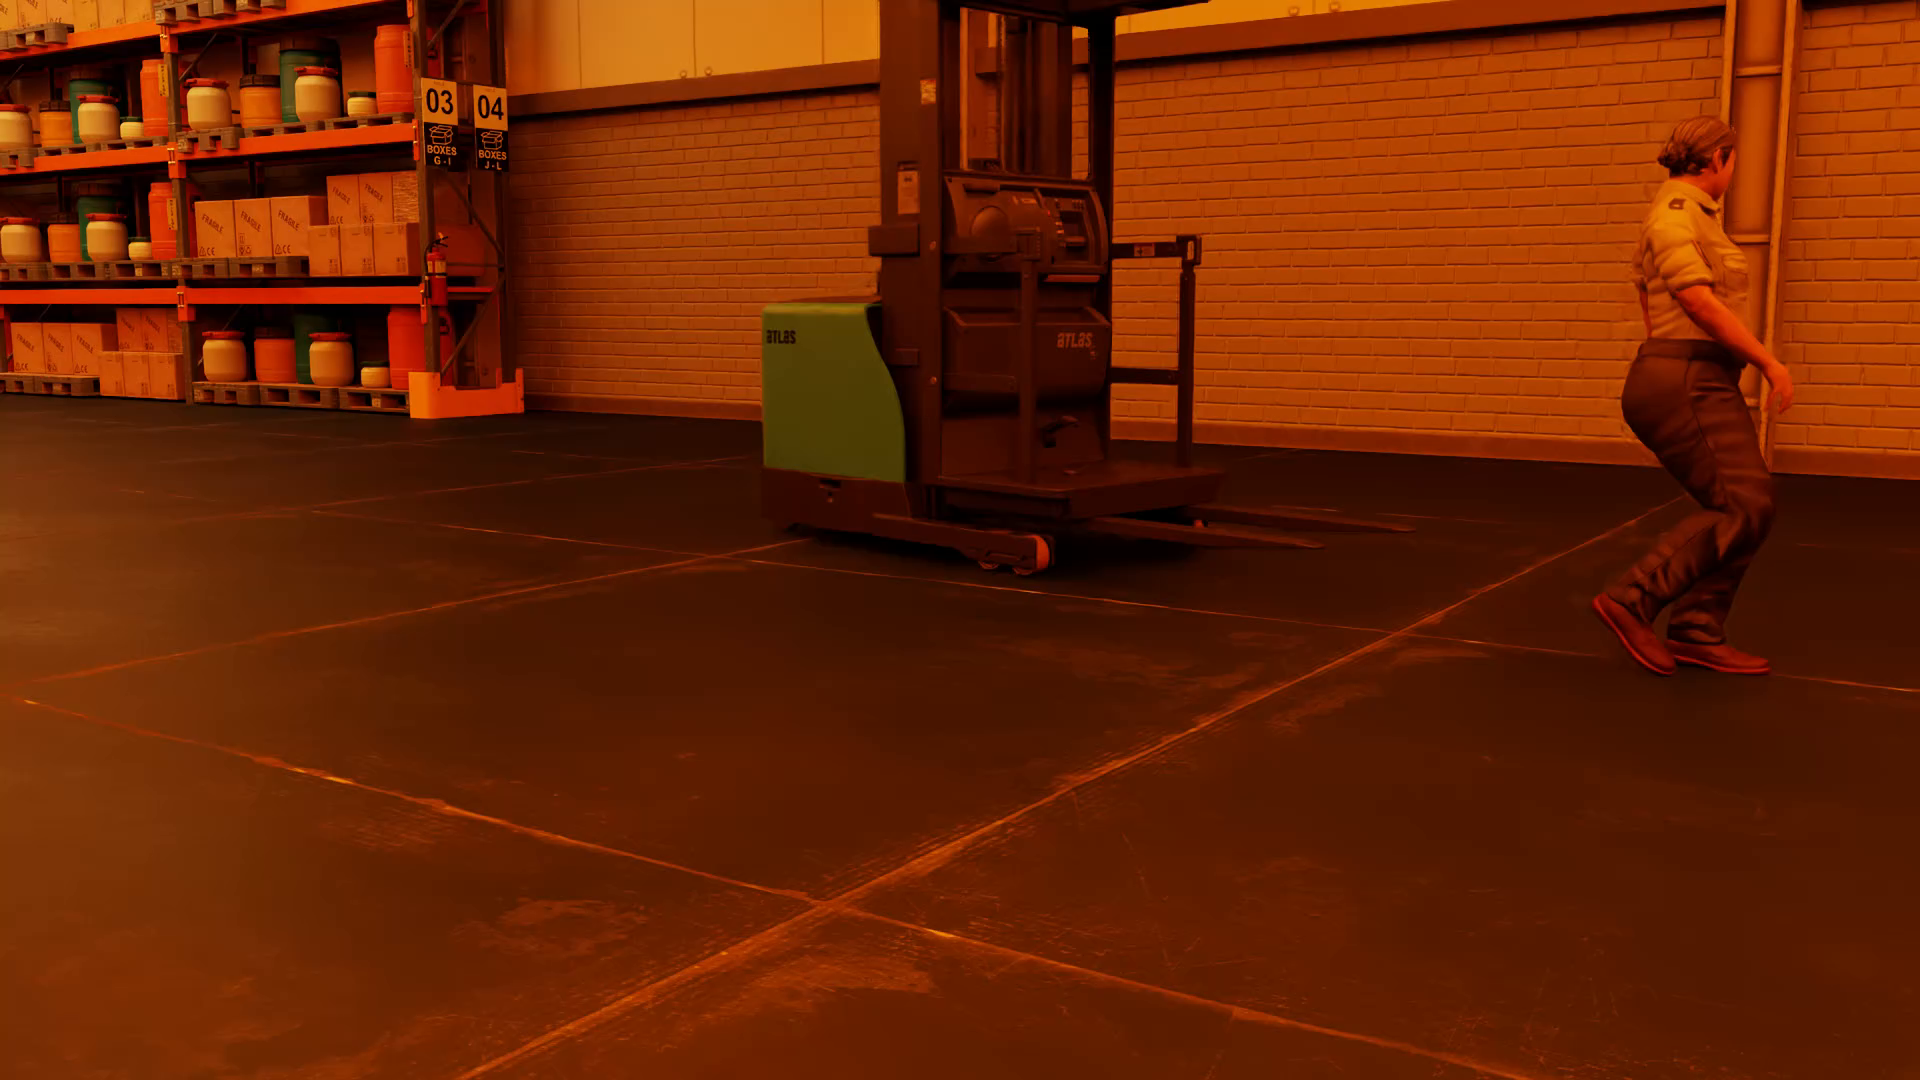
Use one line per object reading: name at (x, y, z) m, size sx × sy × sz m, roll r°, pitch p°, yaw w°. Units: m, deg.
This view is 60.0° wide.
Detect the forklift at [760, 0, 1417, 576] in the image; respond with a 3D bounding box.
forklift at (0.440, -1.390, 6.968) m, size 1.130 × 2.935 × 3.031 m, roll -8°, pitch 11°, yaw -43°

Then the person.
person at (2.173, -0.416, 4.859) m, size 0.492 × 1.610 × 0.684 m, roll 5°, pitch 9°, yaw 30°
